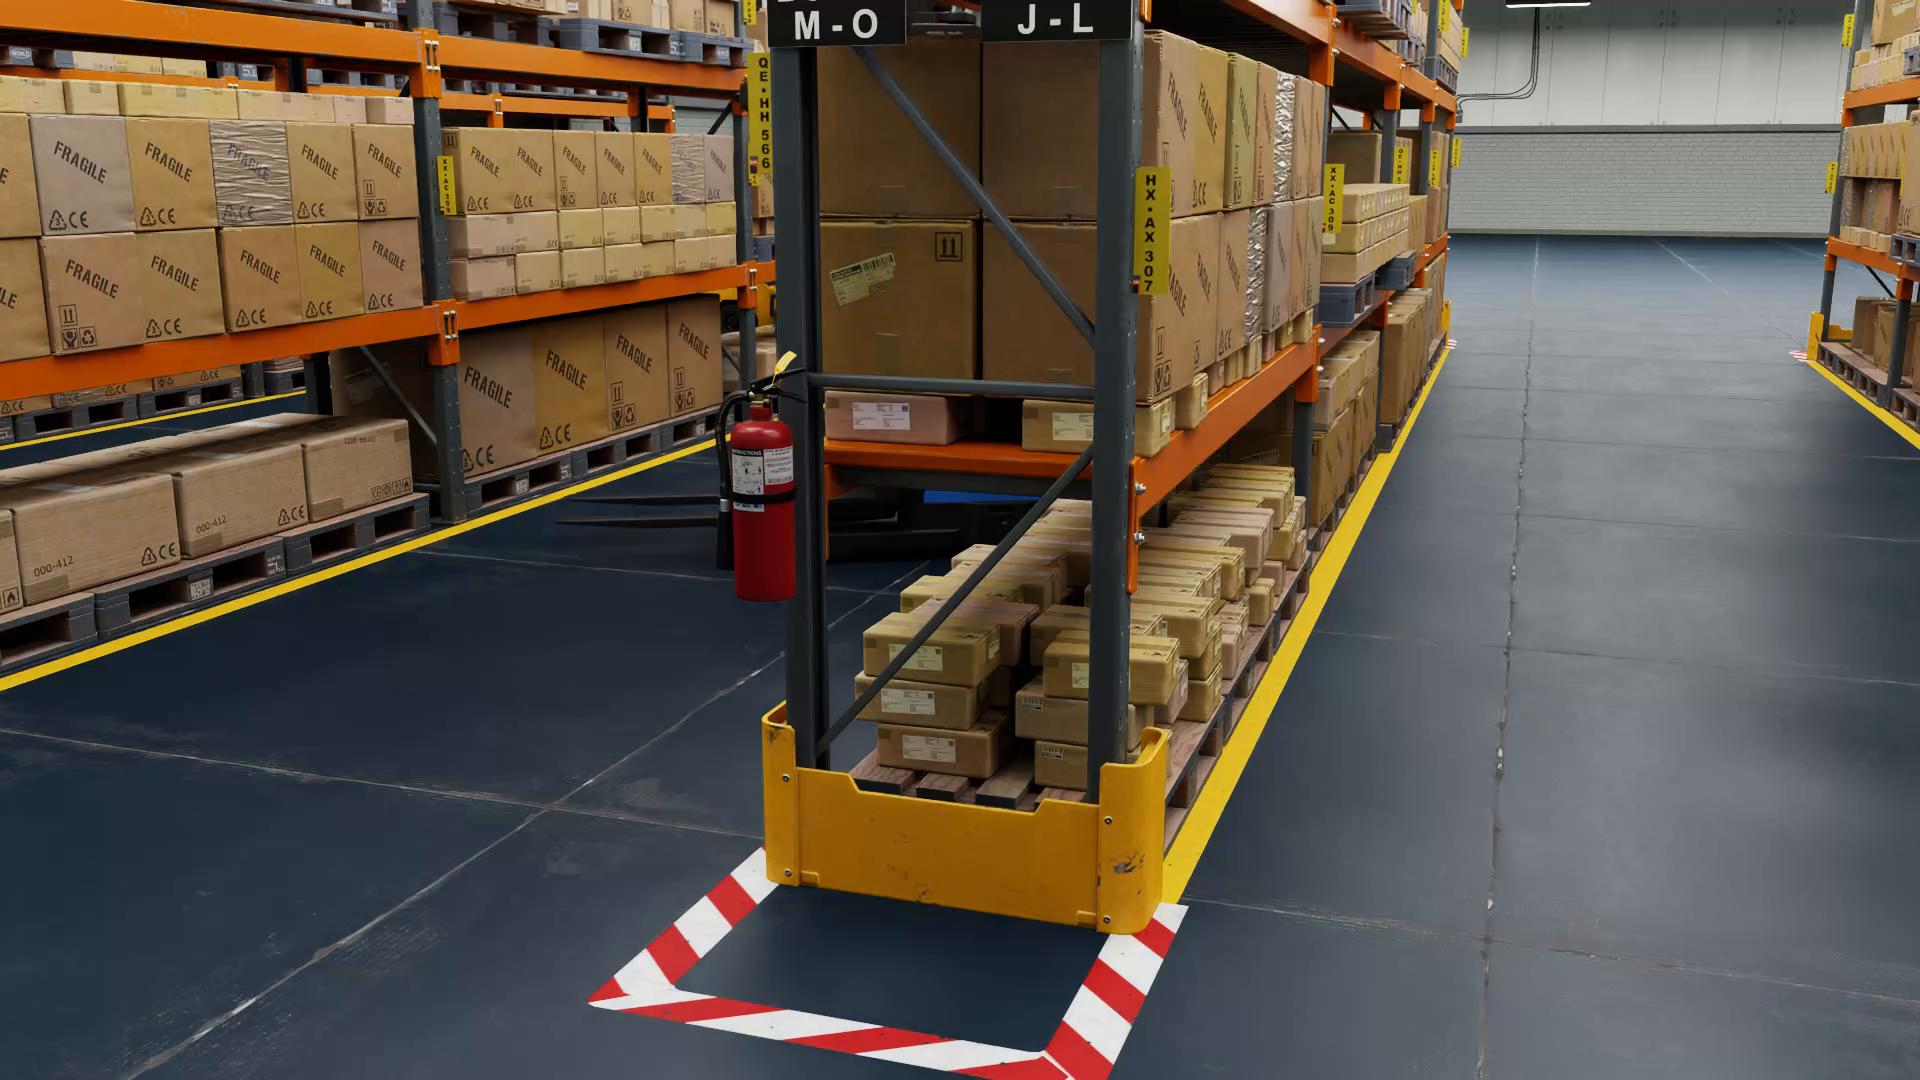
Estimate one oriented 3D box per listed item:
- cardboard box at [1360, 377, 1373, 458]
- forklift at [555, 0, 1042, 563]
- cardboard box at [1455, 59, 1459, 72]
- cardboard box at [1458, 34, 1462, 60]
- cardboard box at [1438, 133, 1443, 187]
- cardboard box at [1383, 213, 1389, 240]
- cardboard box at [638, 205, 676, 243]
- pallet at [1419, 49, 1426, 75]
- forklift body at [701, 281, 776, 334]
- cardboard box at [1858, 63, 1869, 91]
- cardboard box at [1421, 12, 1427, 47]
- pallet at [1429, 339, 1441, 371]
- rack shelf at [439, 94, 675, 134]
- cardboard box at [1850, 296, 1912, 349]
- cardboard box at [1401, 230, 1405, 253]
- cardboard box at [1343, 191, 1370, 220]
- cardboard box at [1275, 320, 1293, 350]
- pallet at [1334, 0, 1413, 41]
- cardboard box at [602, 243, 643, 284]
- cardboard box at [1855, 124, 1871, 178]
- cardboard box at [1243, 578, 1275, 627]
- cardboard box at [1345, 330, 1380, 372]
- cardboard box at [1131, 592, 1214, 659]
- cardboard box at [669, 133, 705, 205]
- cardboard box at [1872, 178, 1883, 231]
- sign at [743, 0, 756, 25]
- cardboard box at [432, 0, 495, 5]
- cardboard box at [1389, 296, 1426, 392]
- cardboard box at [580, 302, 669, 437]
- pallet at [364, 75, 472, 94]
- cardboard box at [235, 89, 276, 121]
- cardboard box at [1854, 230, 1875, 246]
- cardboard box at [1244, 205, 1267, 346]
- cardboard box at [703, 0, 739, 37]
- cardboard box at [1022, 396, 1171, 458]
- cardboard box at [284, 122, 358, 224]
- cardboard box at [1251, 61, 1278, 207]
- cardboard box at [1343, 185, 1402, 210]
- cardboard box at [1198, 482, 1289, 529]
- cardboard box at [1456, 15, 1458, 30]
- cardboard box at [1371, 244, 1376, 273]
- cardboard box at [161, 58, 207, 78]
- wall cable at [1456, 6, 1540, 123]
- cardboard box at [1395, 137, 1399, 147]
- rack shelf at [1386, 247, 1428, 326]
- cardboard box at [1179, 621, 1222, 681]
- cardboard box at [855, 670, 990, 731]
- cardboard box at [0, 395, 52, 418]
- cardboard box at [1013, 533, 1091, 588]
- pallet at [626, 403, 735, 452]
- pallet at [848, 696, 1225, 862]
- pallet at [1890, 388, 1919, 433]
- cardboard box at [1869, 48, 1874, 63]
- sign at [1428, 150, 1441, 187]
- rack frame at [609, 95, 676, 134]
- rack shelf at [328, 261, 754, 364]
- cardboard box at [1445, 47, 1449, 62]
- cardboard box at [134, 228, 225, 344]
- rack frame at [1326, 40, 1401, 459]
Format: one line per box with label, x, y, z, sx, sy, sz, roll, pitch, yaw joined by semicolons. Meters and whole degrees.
cardboard box;2.431;-0.820;11.013;0.500;0.500;0.500;5;14;21
forklift;-0.708;-1.424;9.141;3.031;2.935;1.130;-2;13;-7
cardboard box;5.288;-5.231;18.319;0.380;0.149;0.250;4;14;19
cardboard box;5.263;-5.449;18.381;0.500;0.250;0.500;5;14;19
cardboard box;4.551;-3.957;17.321;0.875;0.550;0.500;4;14;18
cardboard box;2.341;-1.865;9.868;0.380;0.149;0.250;4;13;17
cardboard box;-2.373;-2.268;11.898;0.500;0.250;0.500;4;13;17
pallet;3.613;-4.115;14.465;0.805;0.209;1.217;4;13;16
forklift body;-3.145;-3.532;20.129;2.313;2.155;1.214;4;14;18
cardboard box;9.256;-4.604;16.513;0.500;0.250;0.500;4;13;17
cardboard box;3.671;-4.309;14.055;0.500;0.250;0.500;4;14;18
pallet;4.576;-1.995;17.755;1.003;0.211;1.213;4;14;18
rack shelf;-4.905;-5.167;20.260;1.077;0.370;4.000;4;14;18
cardboard box;9.599;-2.262;17.331;0.500;0.500;0.500;7;15;29
cardboard box;2.762;-1.993;11.101;0.380;0.149;0.250;4;14;18
cardboard box;1.921;-1.739;8.651;0.380;0.149;0.250;5;14;20
cardboard box;1.280;-0.944;7.449;0.380;0.149;0.250;5;14;21
pallet;1.907;-2.970;9.439;1.213;0.211;1.003;4;14;18
cardboard box;-2.533;-1.914;11.470;0.500;0.250;0.500;4;13;17
cardboard box;9.053;-3.781;16.173;0.500;0.500;0.500;4;14;18
cardboard box;1.135;0.252;7.105;0.380;0.149;0.250;4;14;18
cardboard box;2.595;-1.289;11.383;0.500;0.250;0.500;4;13;17
cardboard box;0.649;0.283;5.633;0.380;0.149;0.250;4;14;18
cardboard box;-2.226;-2.735;12.259;0.500;0.500;0.500;5;14;19
cardboard box;9.190;-3.166;15.723;0.875;0.500;0.500;4;14;18
sign;-1.626;-4.147;12.834;0.100;0.325;0.005;4;14;18
cardboard box;-2.949;-3.275;9.712;0.396;0.266;0.258;4;14;18
cardboard box;3.431;-1.710;14.352;1.050;0.750;0.750;4;14;18
cardboard box;-2.743;-1.277;12.174;0.875;0.875;0.875;5;14;19
pallet;-5.825;-4.817;17.539;0.805;0.209;1.217;4;13;16
cardboard box;-3.631;-2.148;8.230;0.380;0.149;0.250;4;14;18
cardboard box;8.922;-2.932;16.158;0.380;0.149;0.250;4;14;18
cardboard box;0.865;-1.009;6.273;0.500;0.500;0.500;4;13;17
cardboard box;-2.127;-4.063;12.629;0.797;0.503;0.637;3;13;15
cardboard box;0.395;-0.338;4.792;0.380;0.149;0.250;4;14;18
cardboard box;-3.506;-1.904;8.616;0.500;0.500;0.500;4;13;18
cardboard box;0.885;-1.495;6.155;0.500;0.500;0.500;4;13;17
cardboard box;2.593;-2.172;10.547;0.380;0.149;0.250;5;14;20
cardboard box;1.286;-0.160;7.572;0.380;0.149;0.250;4;14;18
cardboard box;5.040;-5.458;17.523;0.380;0.149;0.250;4;14;19
cardboard box;2.088;-1.554;9.176;0.380;0.149;0.250;4;14;19
cardboard box;-6.782;-4.056;14.112;0.500;0.250;0.500;4;13;17
wall cable;15.553;-15.132;47.921;2.305;6.003;0.169;4;14;18
cardboard box;3.214;-3.053;13.650;0.700;0.500;0.500;4;14;18
rack shelf;3.216;-2.171;13.873;1.077;0.370;4.000;4;14;18
cardboard box;0.716;0.375;5.899;0.380;0.149;0.250;5;14;20
cardboard box;-0.119;0.493;5.383;0.380;0.149;0.250;4;13;17
cardboard box;-7.442;-1.239;12.849;0.500;0.500;0.500;4;13;17
cardboard box;0.379;0.079;6.526;0.380;0.149;0.250;4;13;17
pallet;-2.474;-0.915;13.023;1.003;0.211;1.213;4;14;18
pallet;0.301;0.759;5.687;1.003;0.211;1.213;4;14;18
pallet;8.273;-1.040;13.572;1.003;0.211;1.213;4;14;18
cardboard box;9.213;-4.787;16.419;0.380;0.149;0.250;5;14;21
sign;4.379;-3.431;15.356;0.100;0.325;0.005;4;14;18
rack frame;-4.258;-4.476;22.359;1.000;3.000;0.127;4;14;18
rack shelf;-2.795;-1.663;11.652;1.077;0.370;4.000;4;14;18
cardboard box;4.629;-4.802;16.443;0.380;0.149;0.250;4;13;17
cardboard box;-3.844;-1.201;7.784;0.500;0.500;0.500;5;14;20
rack frame;2.568;-2.100;11.948;1.000;3.000;0.127;4;14;18
